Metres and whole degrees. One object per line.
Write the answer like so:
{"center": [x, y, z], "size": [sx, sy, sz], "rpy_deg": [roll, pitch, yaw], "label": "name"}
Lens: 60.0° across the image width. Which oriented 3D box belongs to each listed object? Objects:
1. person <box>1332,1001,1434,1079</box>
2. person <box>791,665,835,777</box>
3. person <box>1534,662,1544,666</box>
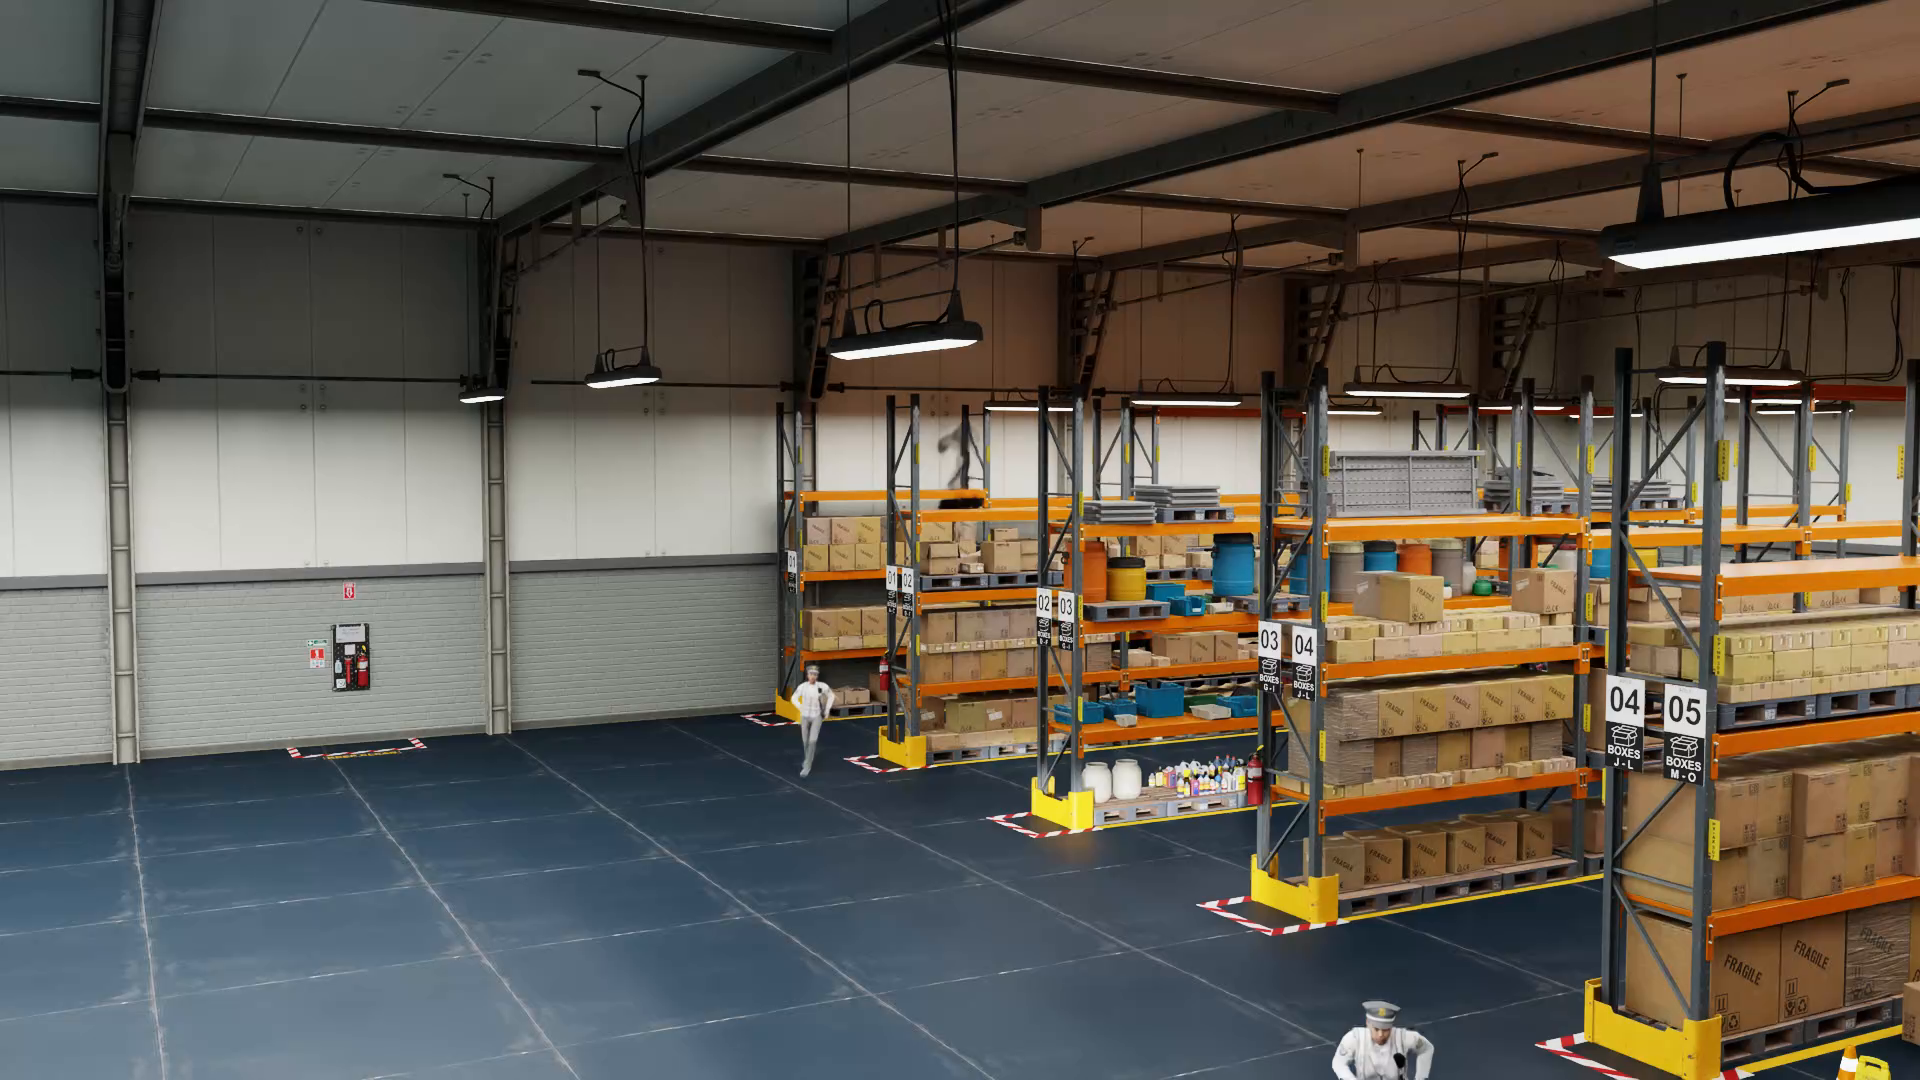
{"center": [2.805, 3.760, 11.067], "size": [0.654, 1.628, 0.977], "rpy_deg": [1, 3, 11], "label": "person"}
{"center": [-2.344, 2.827, 26.308], "size": [0.650, 1.716, 0.843], "rpy_deg": [1, 3, 10], "label": "person"}
{"center": [10.902, 2.620, 30.859], "size": [0.926, 1.660, 0.574], "rpy_deg": [-2, 4, -35], "label": "person"}
